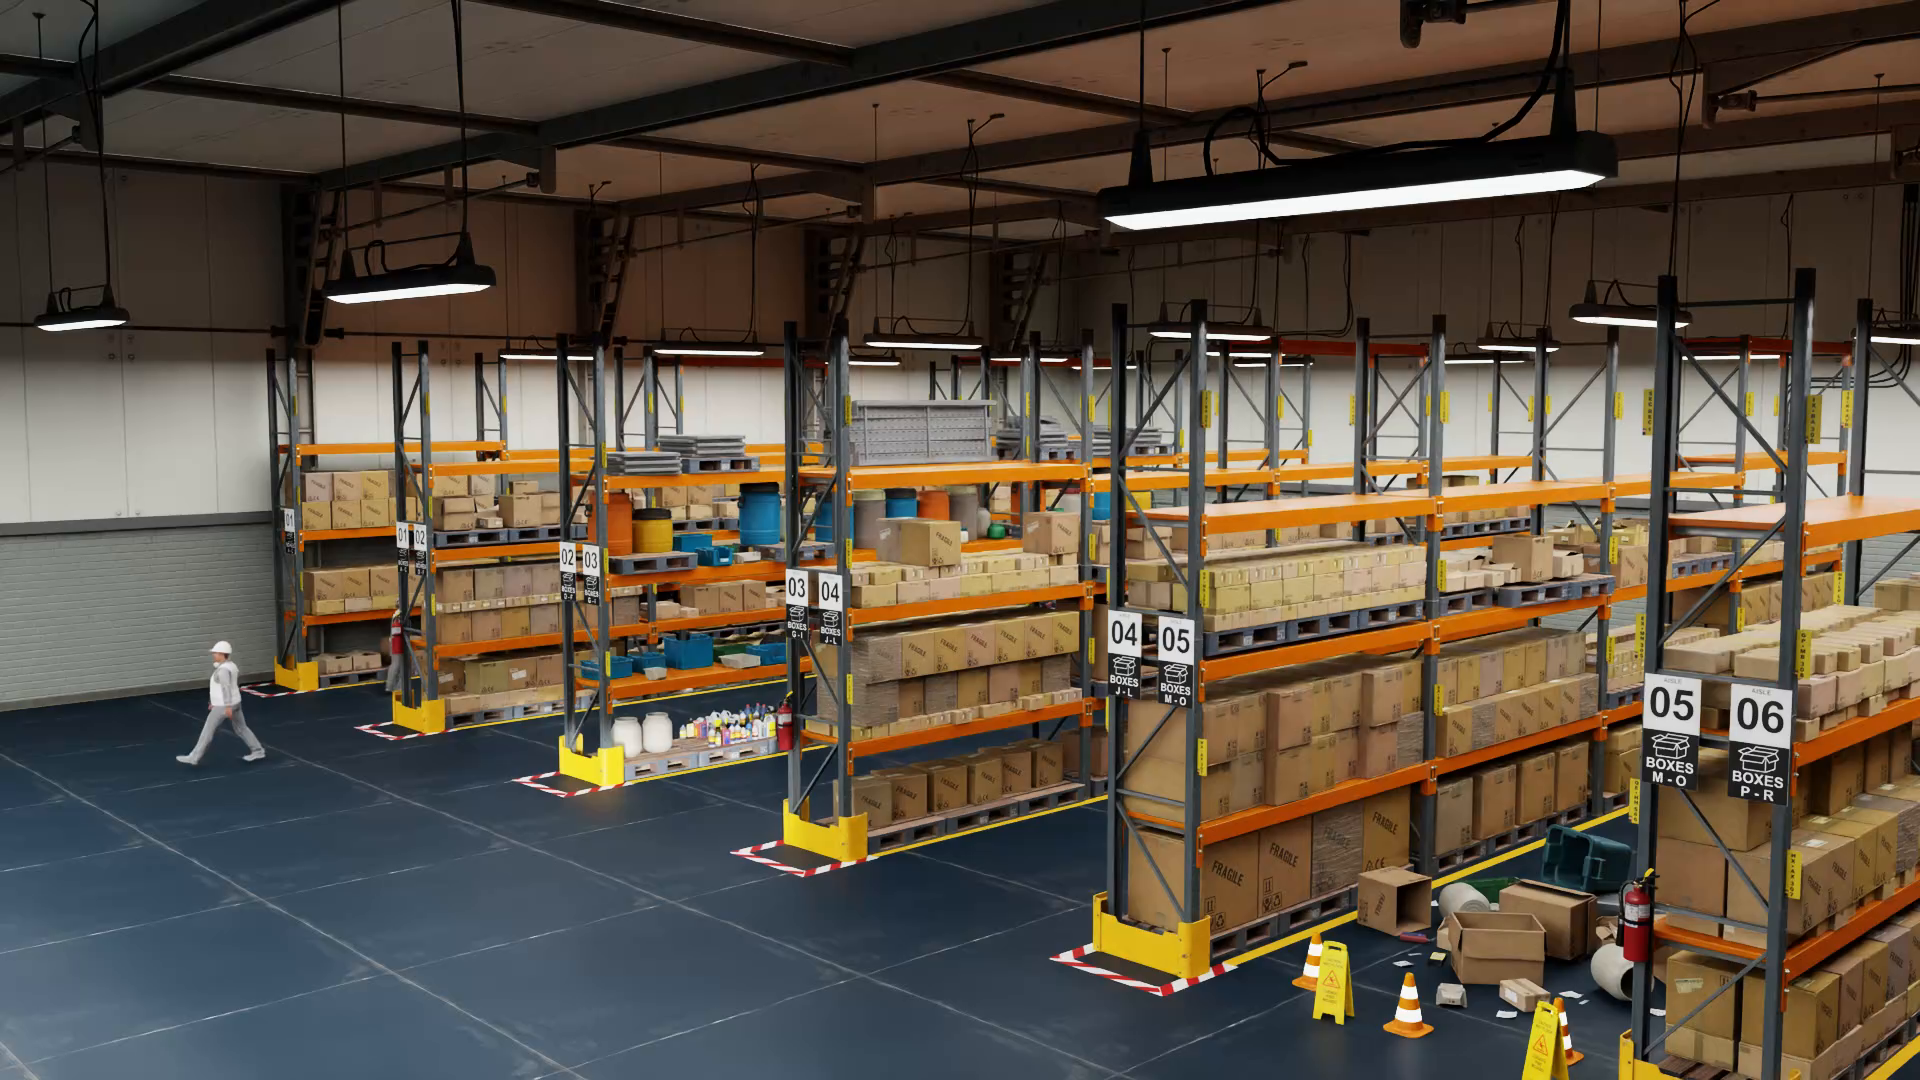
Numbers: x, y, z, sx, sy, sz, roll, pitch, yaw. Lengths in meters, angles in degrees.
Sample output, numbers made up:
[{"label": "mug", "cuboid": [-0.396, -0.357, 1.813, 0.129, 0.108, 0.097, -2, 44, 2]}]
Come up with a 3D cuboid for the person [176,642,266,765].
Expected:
[{"label": "person", "cuboid": [-10.354, 2.273, 23.303, 1.095, 1.702, 0.565, 0, 5, -2]}]

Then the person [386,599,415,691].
[{"label": "person", "cuboid": [-9.785, 1.816, 29.043, 0.515, 1.686, 0.477, -3, 6, -32]}]
